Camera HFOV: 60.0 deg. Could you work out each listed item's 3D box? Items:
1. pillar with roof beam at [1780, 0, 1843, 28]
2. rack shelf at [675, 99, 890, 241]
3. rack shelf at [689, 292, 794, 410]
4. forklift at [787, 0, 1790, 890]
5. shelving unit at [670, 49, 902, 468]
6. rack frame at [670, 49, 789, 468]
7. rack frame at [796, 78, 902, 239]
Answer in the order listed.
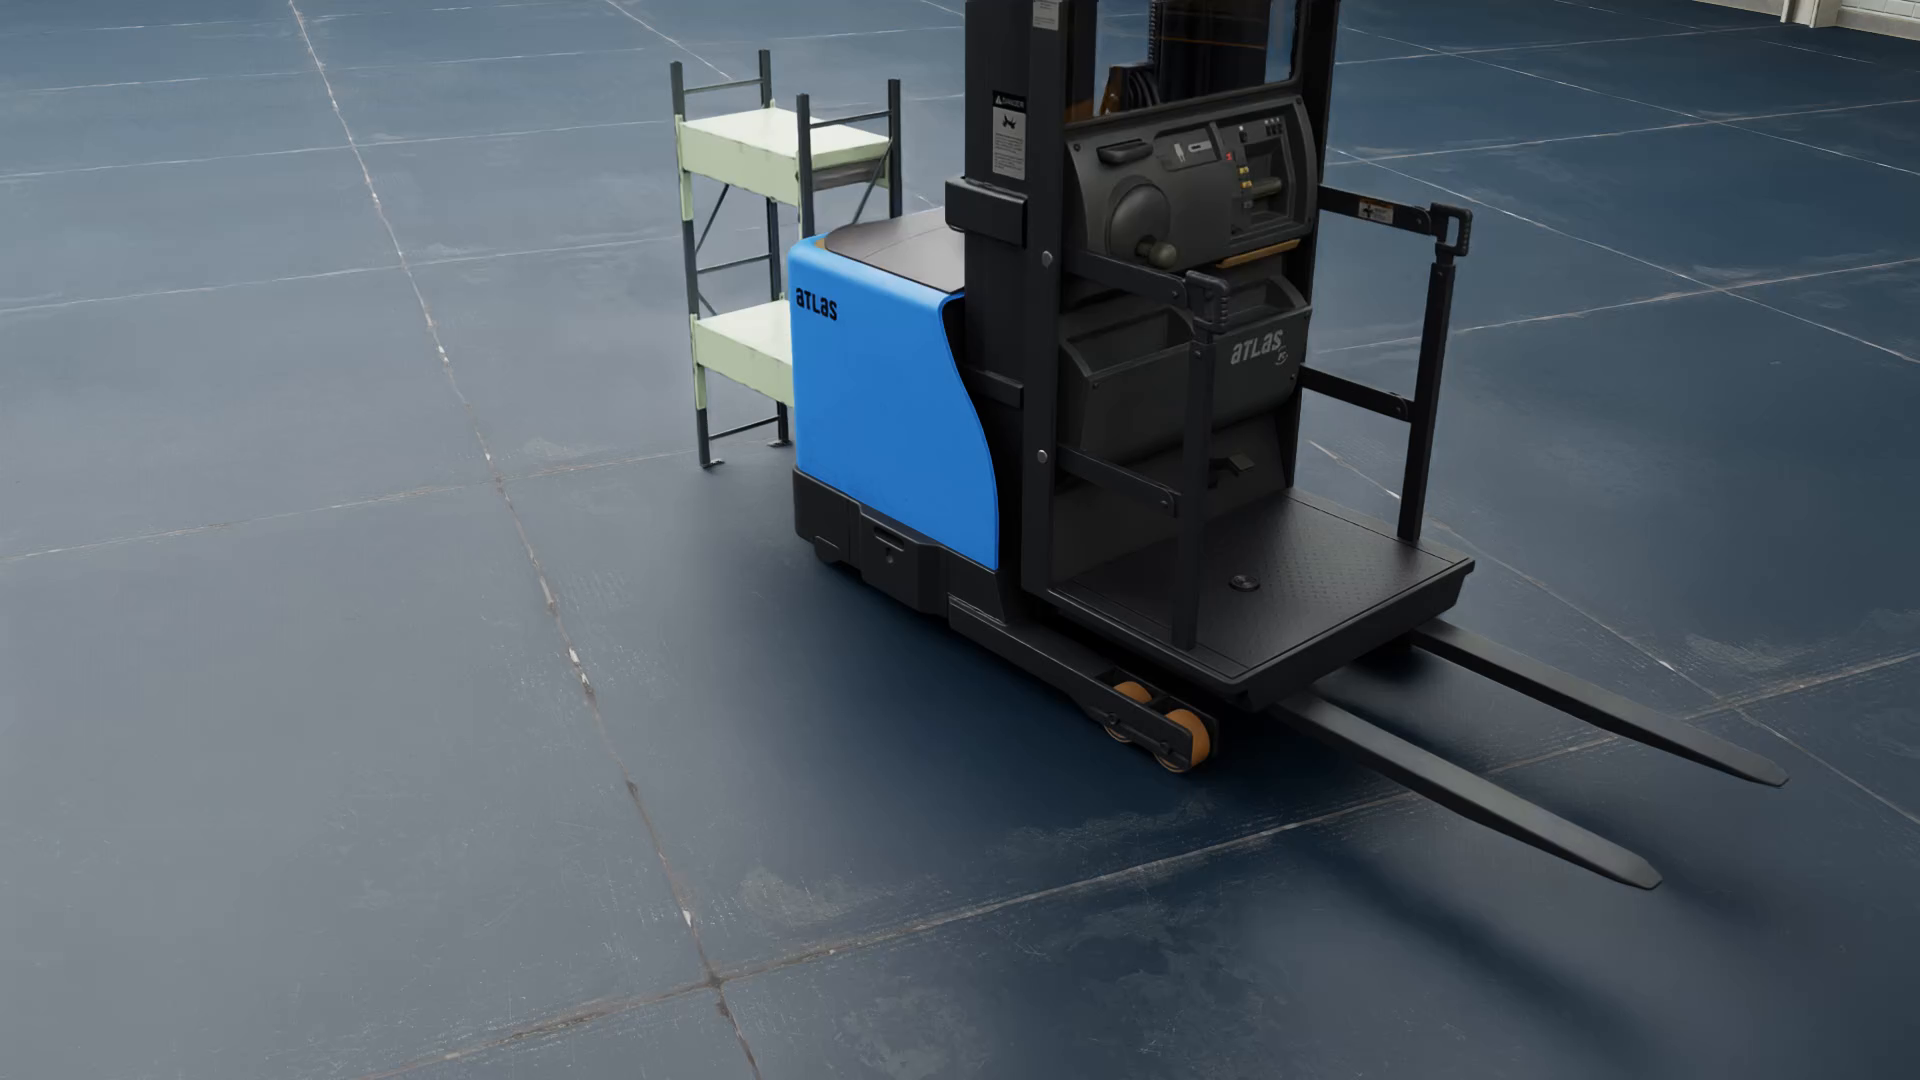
[{"bbox_3d":[4.101,-8.211,12.311,9.100,9.000,0.400,-11,28,-21],"label":"pillar with roof beam"},{"bbox_3d":[-0.592,-1.239,5.688,0.431,0.370,0.720,-21,33,-36],"label":"rack shelf"},{"bbox_3d":[-0.592,-0.595,6.003,0.431,0.370,0.720,-21,33,-36],"label":"rack shelf"},{"bbox_3d":[0.783,-0.944,4.343,1.130,2.935,3.031,-21,33,-36],"label":"forklift"},{"bbox_3d":[-0.592,-0.888,5.860,0.431,1.500,0.755,-21,33,-36],"label":"shelving unit"},{"bbox_3d":[-0.832,-1.009,6.108,0.400,1.500,0.023,-21,33,-36],"label":"rack frame"},{"bbox_3d":[-0.352,-0.767,5.611,0.400,1.500,0.023,-21,33,-36],"label":"rack frame"}]
